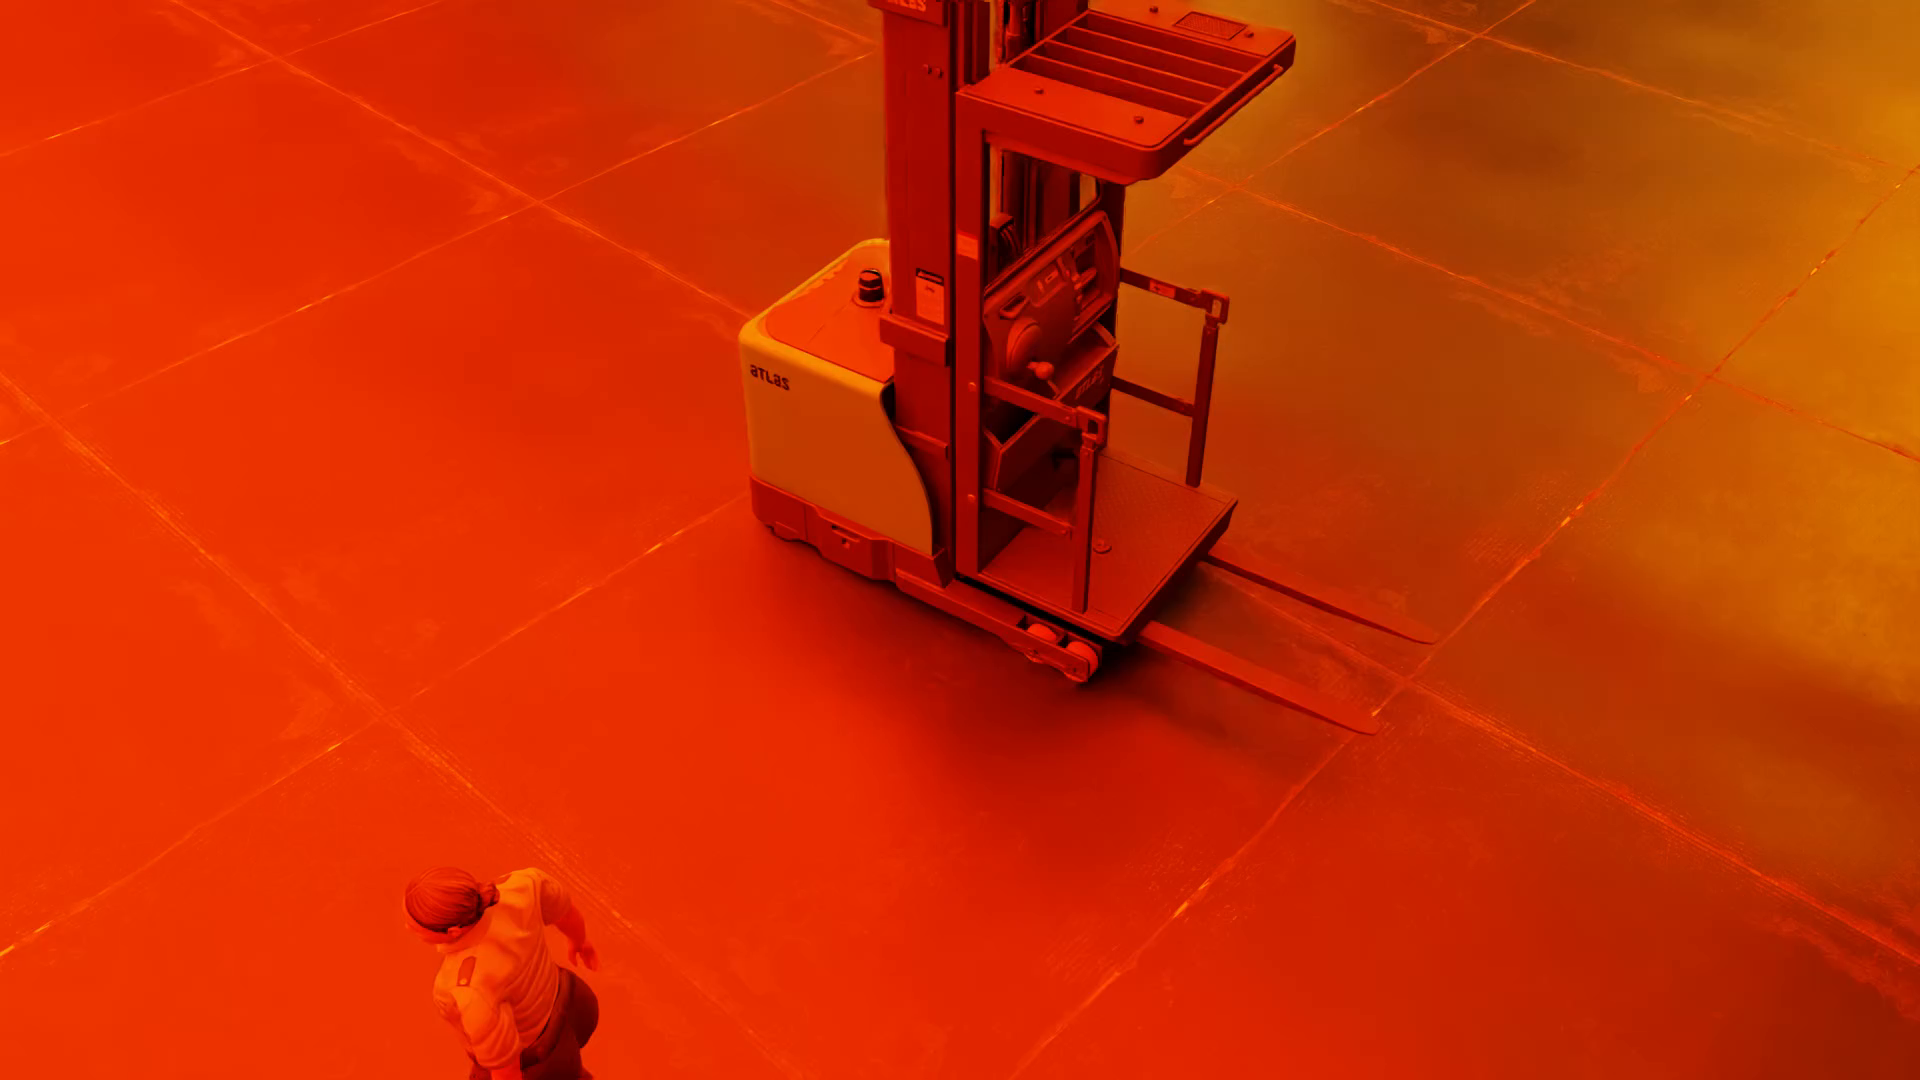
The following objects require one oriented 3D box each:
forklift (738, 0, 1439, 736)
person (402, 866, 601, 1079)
[{"bbox_3d":[0.541,-0.916,6.495,3.031,2.935,1.130,24,46,25],"label":"forklift"},{"bbox_3d":[-1.239,1.466,4.743,0.389,1.621,0.814,3,41,4],"label":"person"}]
